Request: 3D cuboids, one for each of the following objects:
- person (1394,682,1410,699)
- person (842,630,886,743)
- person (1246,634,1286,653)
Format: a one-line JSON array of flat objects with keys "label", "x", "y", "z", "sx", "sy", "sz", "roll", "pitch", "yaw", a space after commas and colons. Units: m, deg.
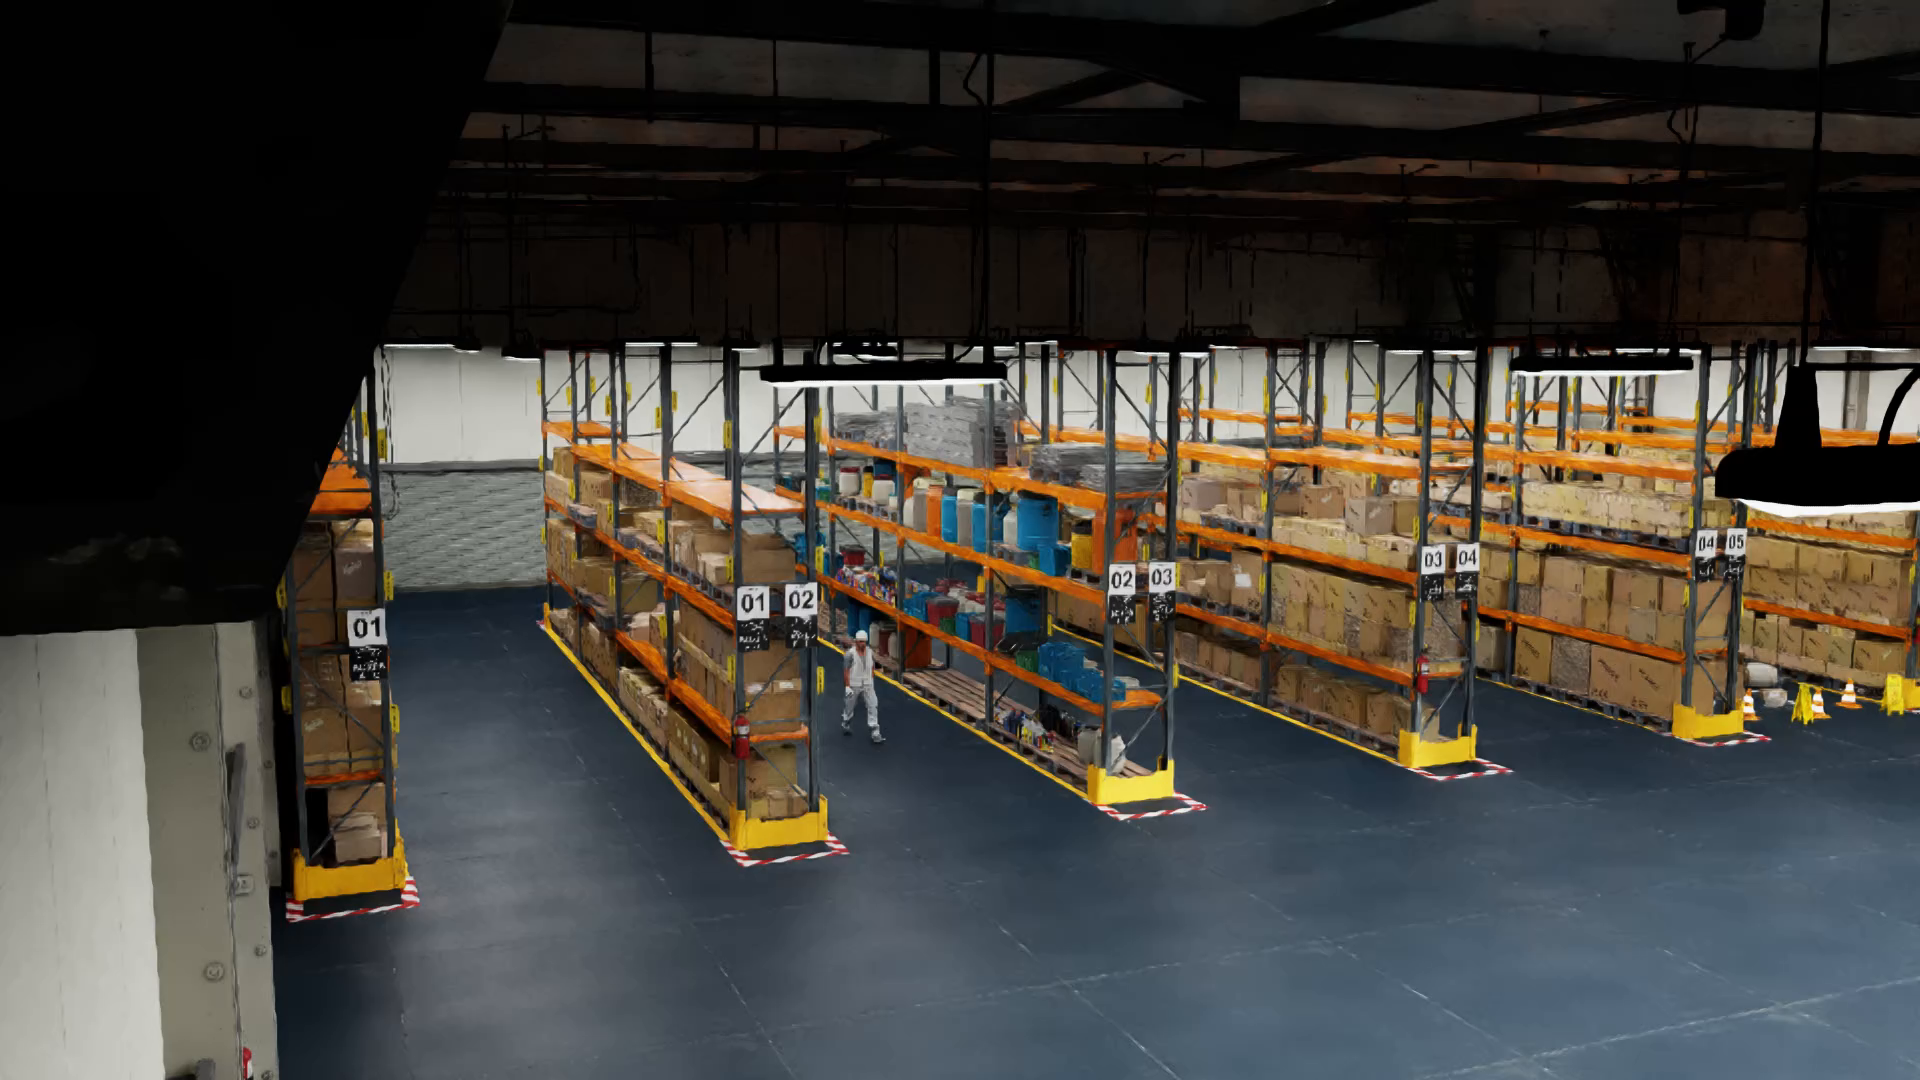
[{"label": "person", "x": 7.264, "y": 1.946, "z": 26.881, "sx": 0.645, "sy": 1.772, "sz": 0.464, "roll": 7, "pitch": 10, "yaw": 43}, {"label": "person", "x": -1.505, "y": 2.196, "z": 25.227, "sx": 0.556, "sy": 1.709, "sz": 1.127, "roll": -3, "pitch": 8, "yaw": -24}, {"label": "person", "x": 5.829, "y": 1.383, "z": 31.856, "sx": 0.497, "sy": 1.581, "sz": 1.075, "roll": -3, "pitch": 8, "yaw": -24}]
